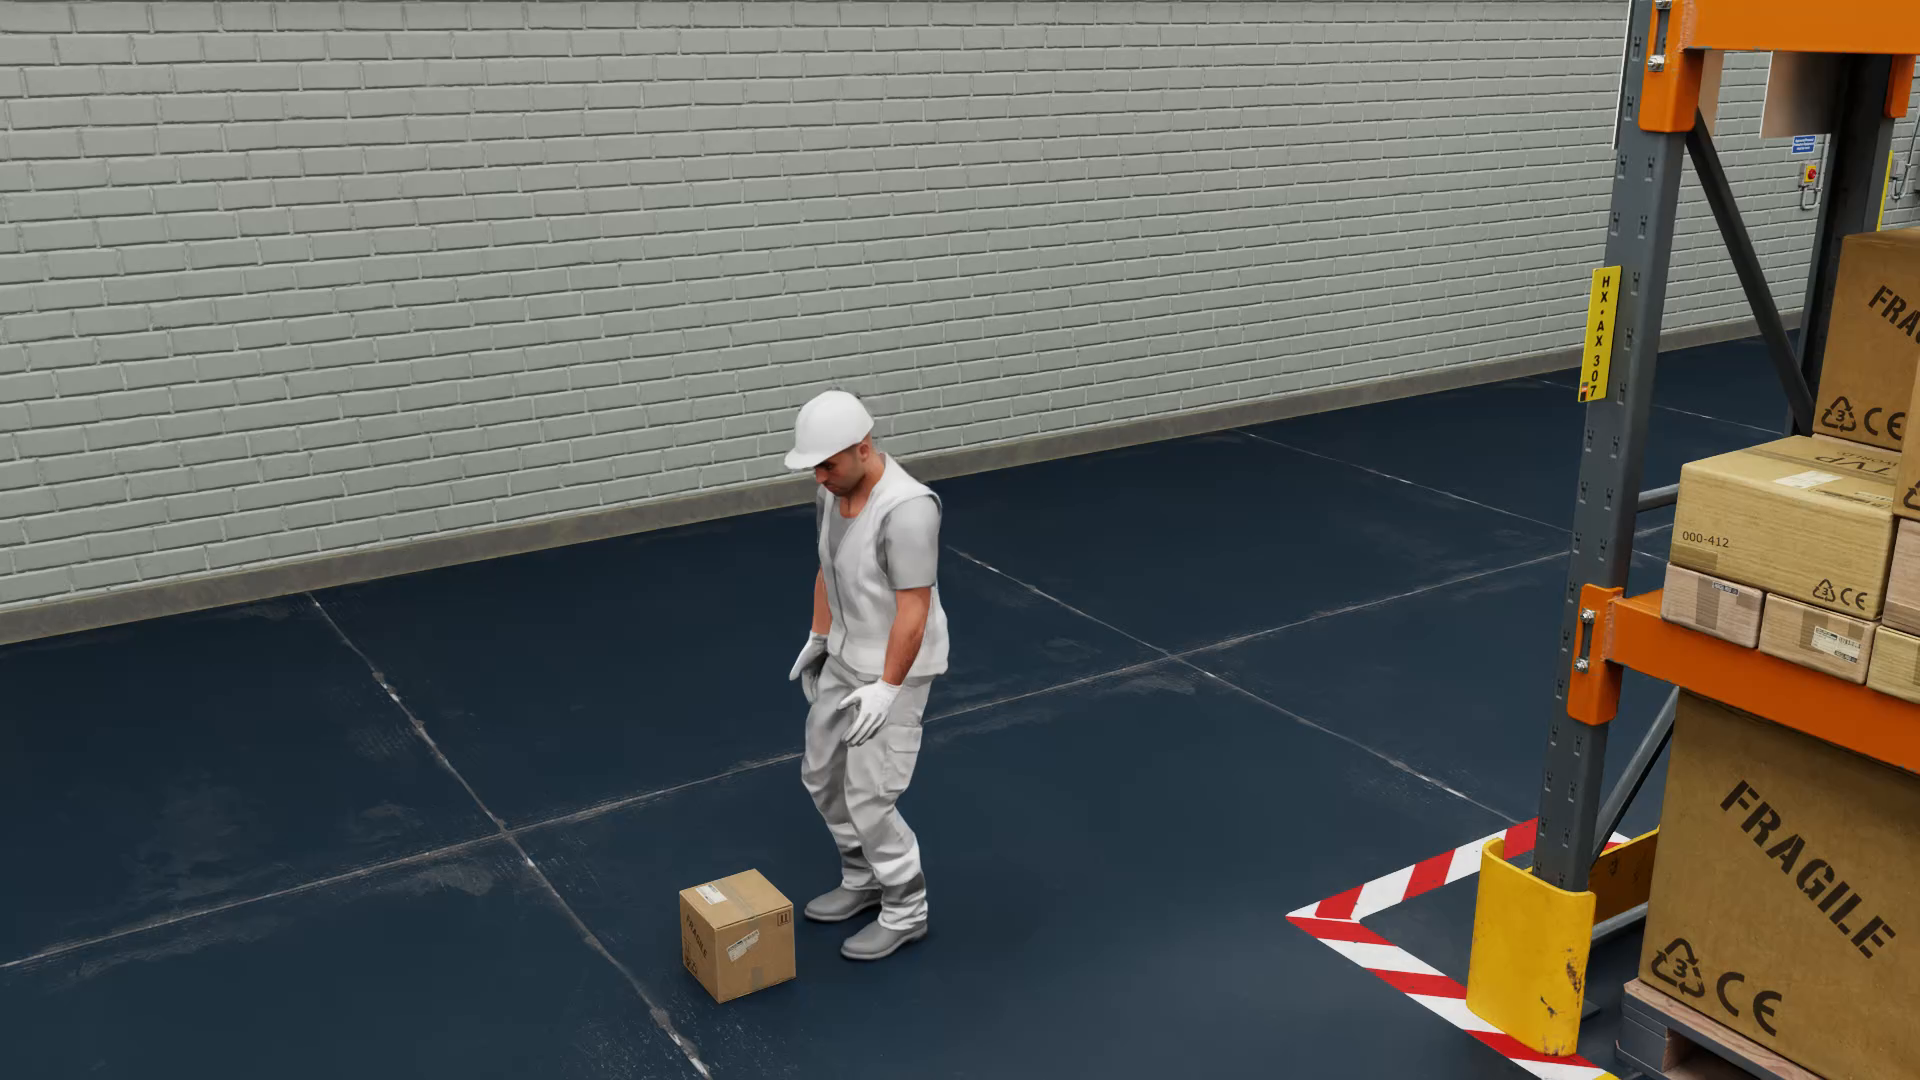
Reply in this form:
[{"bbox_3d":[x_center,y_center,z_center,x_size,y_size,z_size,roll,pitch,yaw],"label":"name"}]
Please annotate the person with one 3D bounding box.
[{"bbox_3d":[-0.275,0.396,4.899,0.477,1.724,0.547,-11,21,-30],"label":"person"}]
